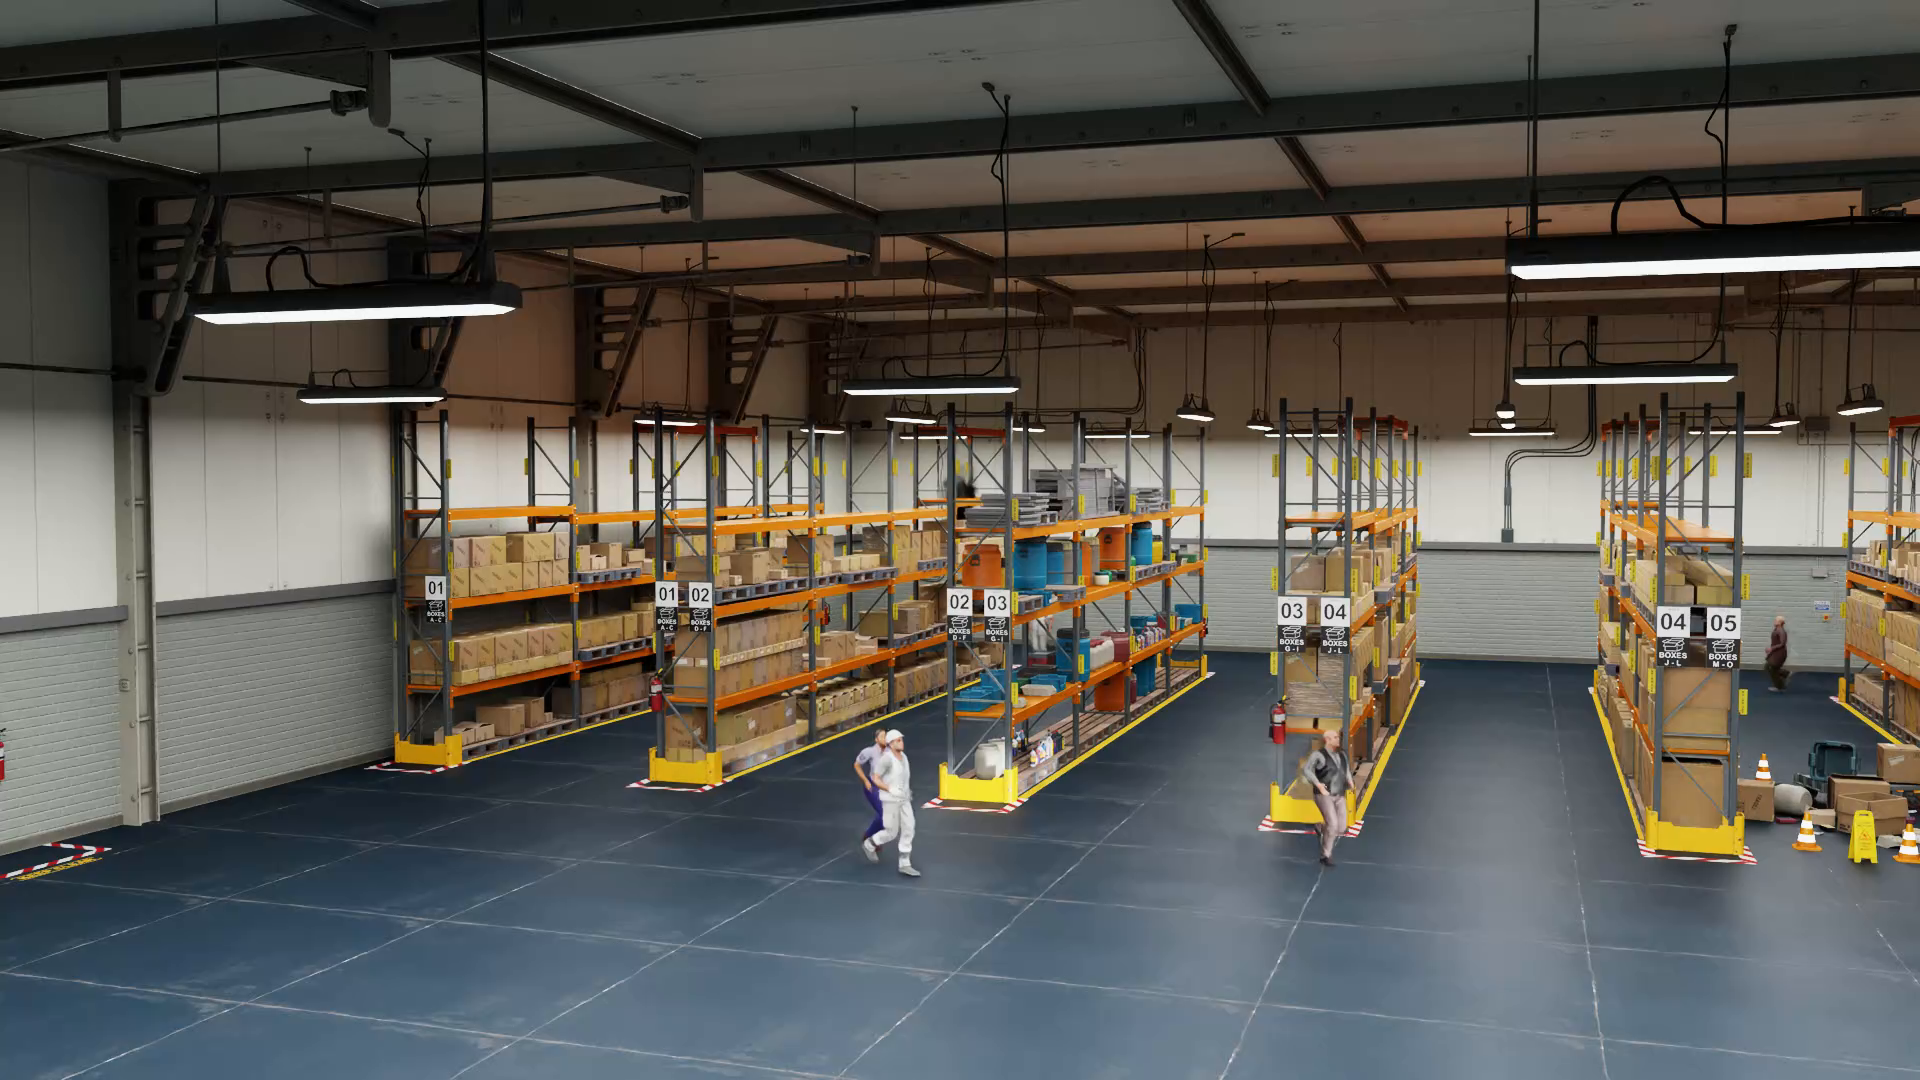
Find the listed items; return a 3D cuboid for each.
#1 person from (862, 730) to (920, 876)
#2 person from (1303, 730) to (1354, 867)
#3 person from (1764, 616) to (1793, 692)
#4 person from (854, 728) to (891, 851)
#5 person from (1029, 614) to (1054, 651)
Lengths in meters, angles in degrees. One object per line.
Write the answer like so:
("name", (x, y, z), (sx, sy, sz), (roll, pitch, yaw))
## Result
("person", (-0.848, 3.236, 20.622), (0.854, 1.775, 0.661), (2, 3, 37))
("person", (4.722, 3.271, 21.286), (0.689, 1.687, 0.723), (-1, 3, -28))
("person", (18.330, 2.557, 37.296), (0.567, 1.707, 0.694), (1, 3, 19))
("person", (-0.999, 3.267, 21.636), (0.581, 1.624, 0.615), (-2, 3, -44))
("person", (1.845, 2.249, 39.174), (0.655, 1.854, 0.685), (1, 2, 12))
